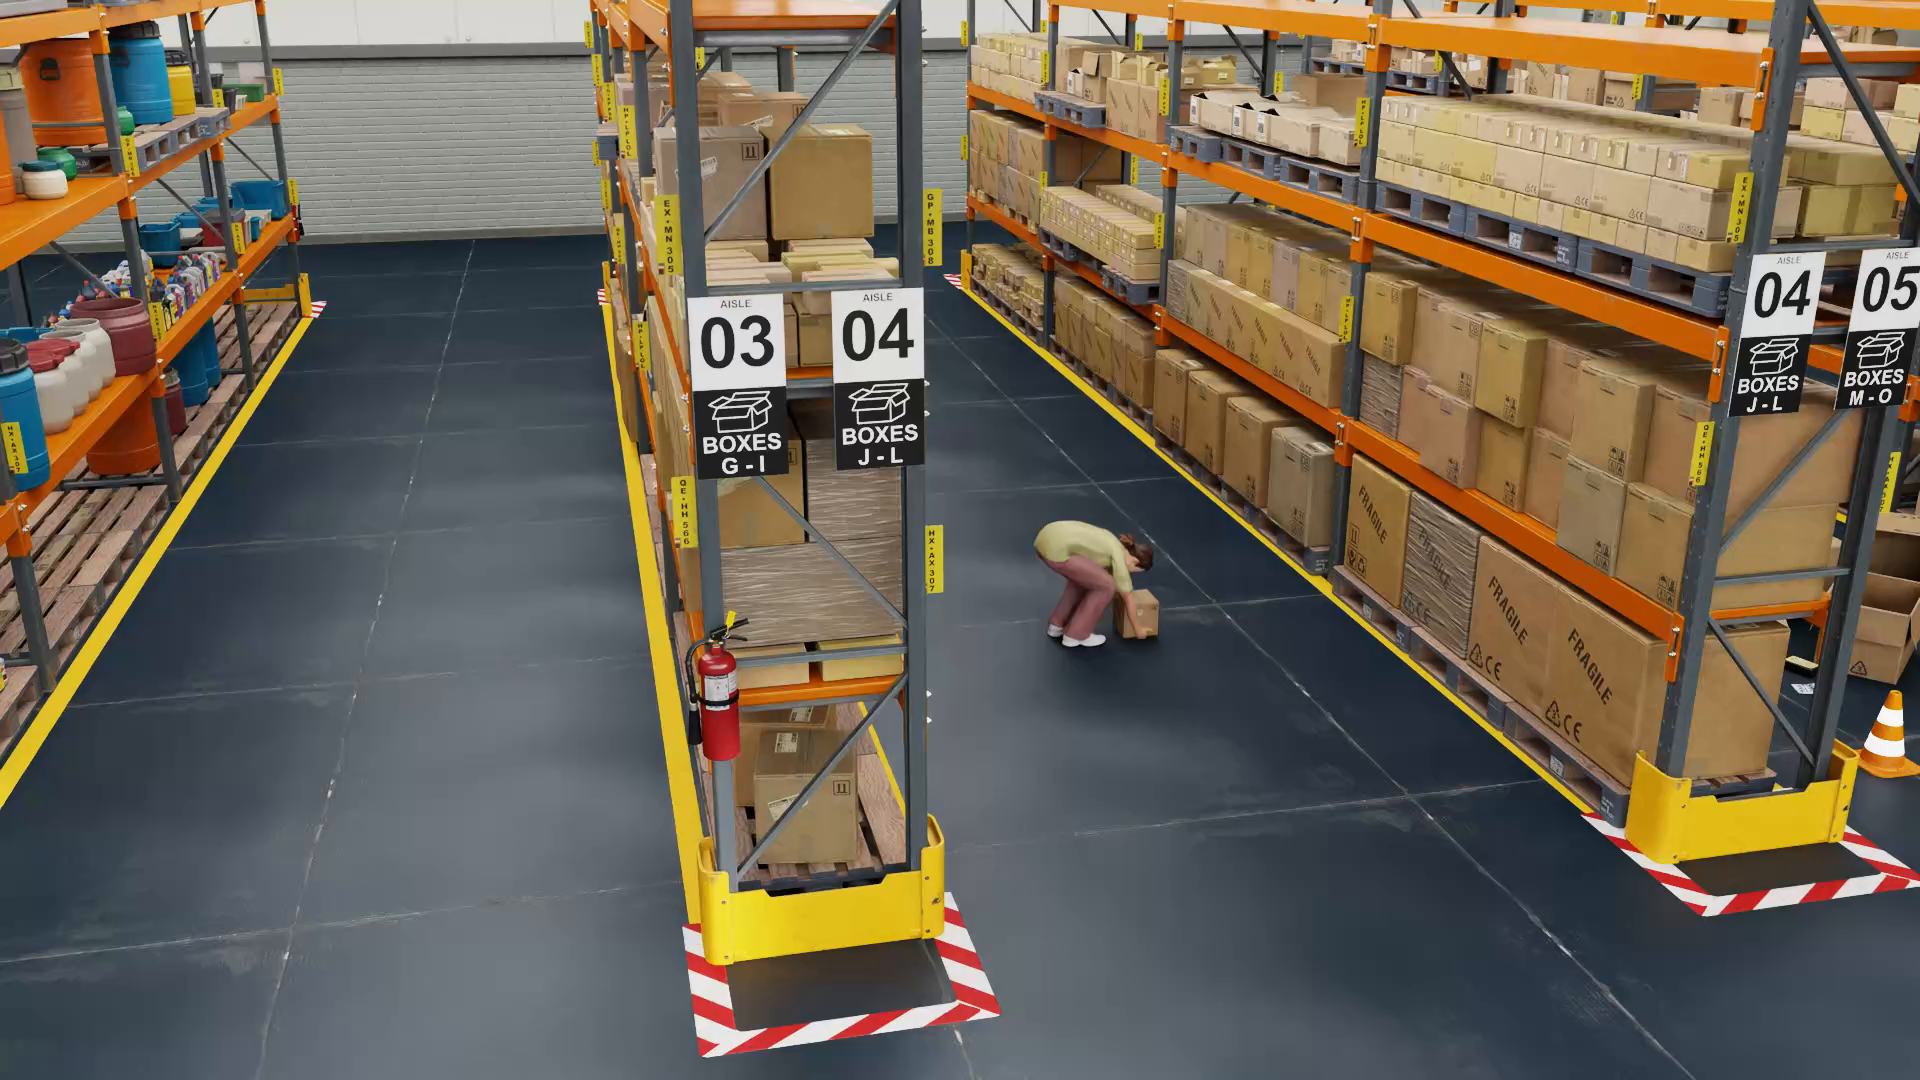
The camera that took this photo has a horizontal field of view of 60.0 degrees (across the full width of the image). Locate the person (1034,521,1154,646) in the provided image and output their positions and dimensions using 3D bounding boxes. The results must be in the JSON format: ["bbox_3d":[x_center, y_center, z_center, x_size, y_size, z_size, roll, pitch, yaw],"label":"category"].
[{"bbox_3d":[0.929,0.274,11.507,0.848,0.864,0.468,-6,20,-15],"label":"person"}]
